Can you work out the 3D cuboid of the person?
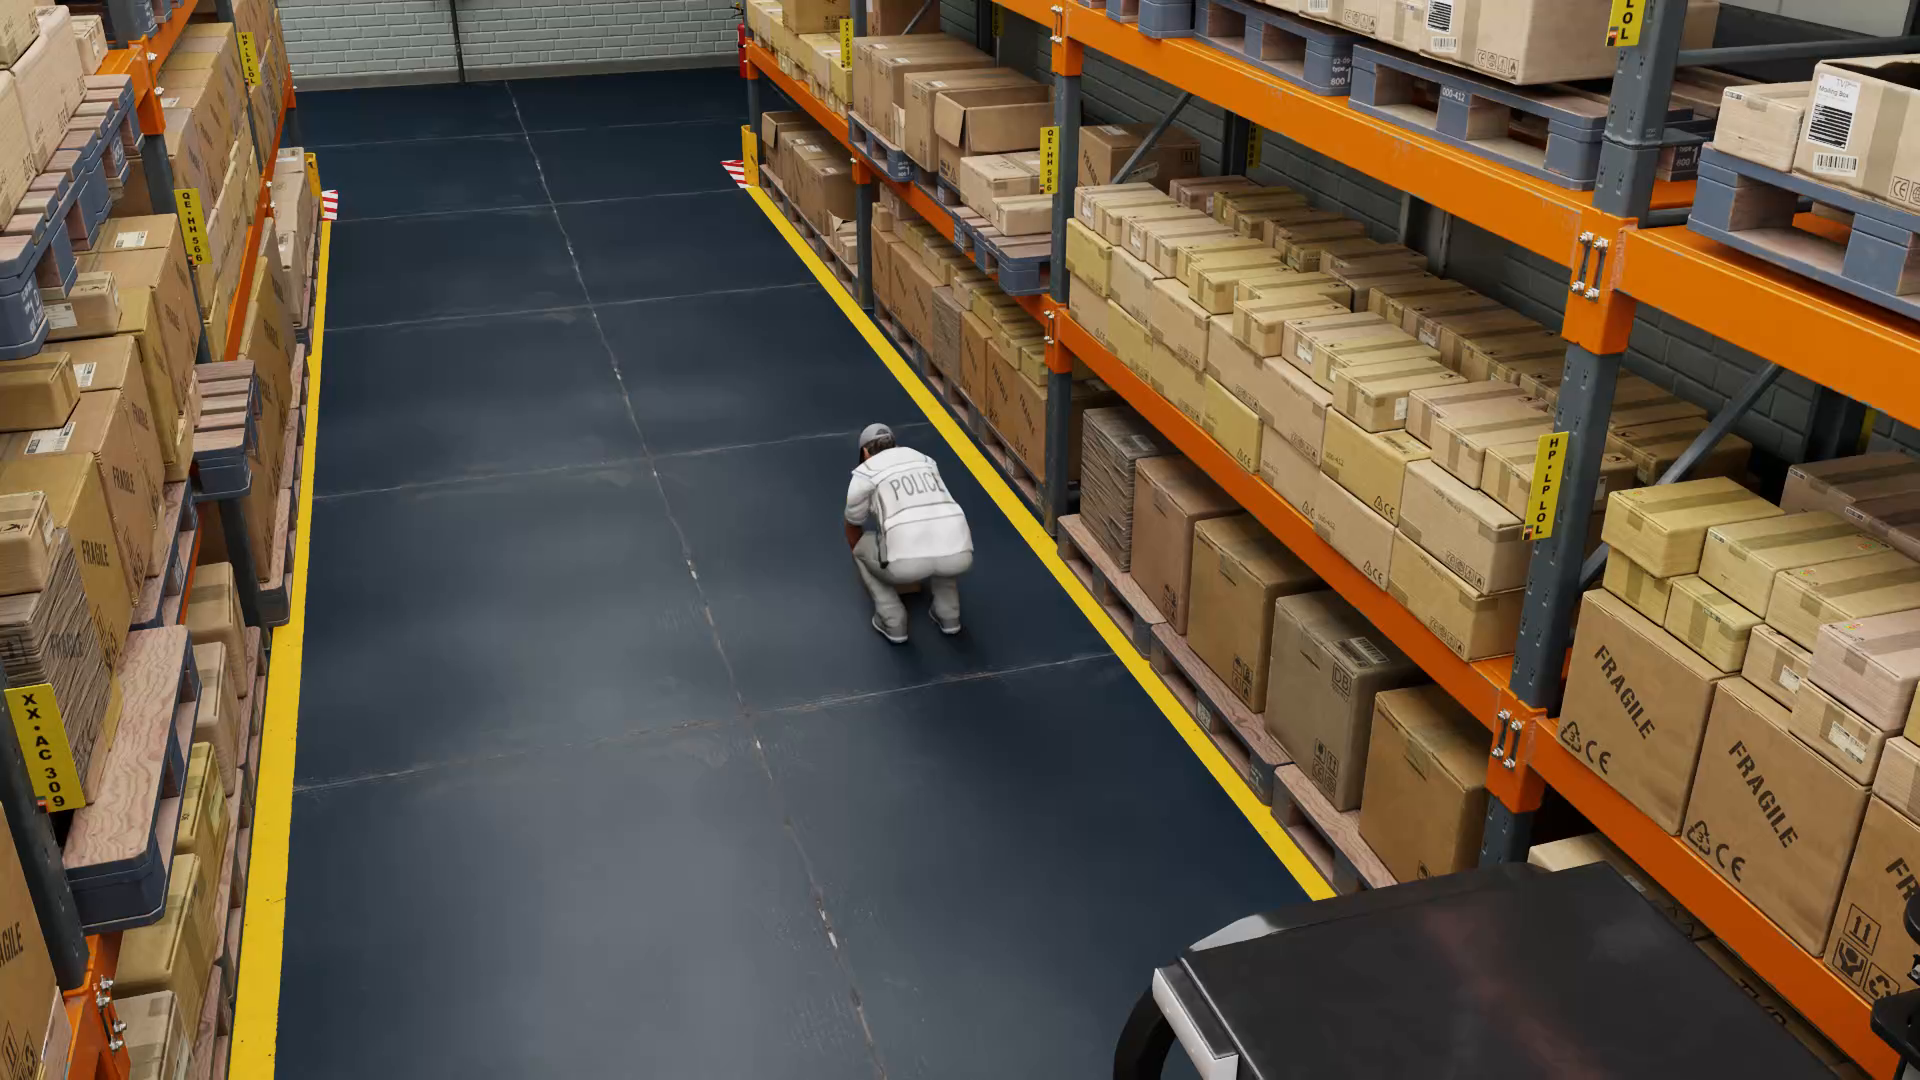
[{"bbox_3d":[-0.256,-0.029,8.009,0.524,0.892,0.858,-8,28,-16],"label":"person"}]
